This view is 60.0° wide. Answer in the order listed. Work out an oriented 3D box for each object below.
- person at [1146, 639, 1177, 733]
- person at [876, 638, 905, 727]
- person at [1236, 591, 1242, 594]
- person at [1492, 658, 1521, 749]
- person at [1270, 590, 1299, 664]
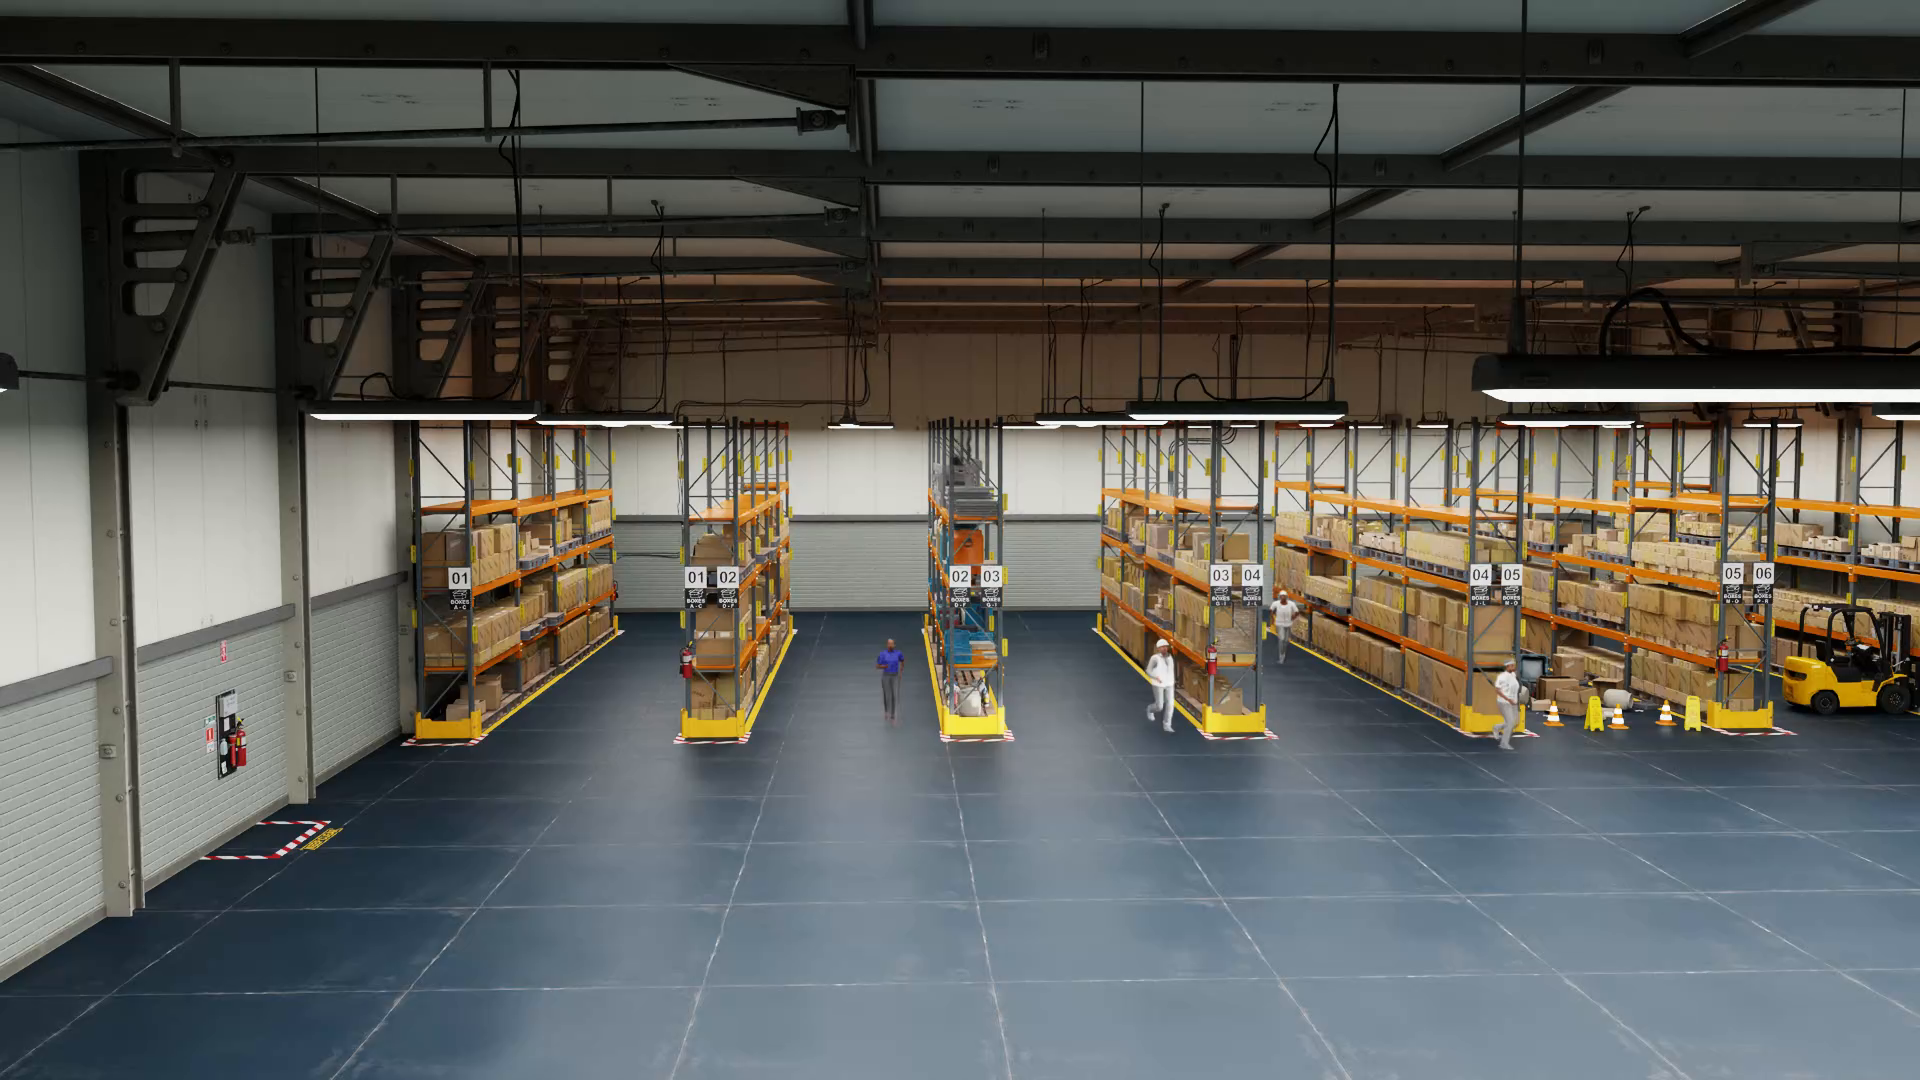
[{"bbox_3d":[3.877,2.776,31.911,0.664,1.758,0.845,-1,4,-22],"label":"person"},{"bbox_3d":[-1.354,2.750,32.542,0.576,1.675,0.853,0,4,-3],"label":"person"},{"bbox_3d":[8.005,1.780,48.203,0.664,1.626,0.480,3,5,41],"label":"person"},{"bbox_3d":[9.898,2.953,30.162,0.615,1.679,0.598,-3,5,-38],"label":"person"},{"bbox_3d":[8.056,2.138,41.295,0.691,1.801,0.845,0,4,2],"label":"person"}]
